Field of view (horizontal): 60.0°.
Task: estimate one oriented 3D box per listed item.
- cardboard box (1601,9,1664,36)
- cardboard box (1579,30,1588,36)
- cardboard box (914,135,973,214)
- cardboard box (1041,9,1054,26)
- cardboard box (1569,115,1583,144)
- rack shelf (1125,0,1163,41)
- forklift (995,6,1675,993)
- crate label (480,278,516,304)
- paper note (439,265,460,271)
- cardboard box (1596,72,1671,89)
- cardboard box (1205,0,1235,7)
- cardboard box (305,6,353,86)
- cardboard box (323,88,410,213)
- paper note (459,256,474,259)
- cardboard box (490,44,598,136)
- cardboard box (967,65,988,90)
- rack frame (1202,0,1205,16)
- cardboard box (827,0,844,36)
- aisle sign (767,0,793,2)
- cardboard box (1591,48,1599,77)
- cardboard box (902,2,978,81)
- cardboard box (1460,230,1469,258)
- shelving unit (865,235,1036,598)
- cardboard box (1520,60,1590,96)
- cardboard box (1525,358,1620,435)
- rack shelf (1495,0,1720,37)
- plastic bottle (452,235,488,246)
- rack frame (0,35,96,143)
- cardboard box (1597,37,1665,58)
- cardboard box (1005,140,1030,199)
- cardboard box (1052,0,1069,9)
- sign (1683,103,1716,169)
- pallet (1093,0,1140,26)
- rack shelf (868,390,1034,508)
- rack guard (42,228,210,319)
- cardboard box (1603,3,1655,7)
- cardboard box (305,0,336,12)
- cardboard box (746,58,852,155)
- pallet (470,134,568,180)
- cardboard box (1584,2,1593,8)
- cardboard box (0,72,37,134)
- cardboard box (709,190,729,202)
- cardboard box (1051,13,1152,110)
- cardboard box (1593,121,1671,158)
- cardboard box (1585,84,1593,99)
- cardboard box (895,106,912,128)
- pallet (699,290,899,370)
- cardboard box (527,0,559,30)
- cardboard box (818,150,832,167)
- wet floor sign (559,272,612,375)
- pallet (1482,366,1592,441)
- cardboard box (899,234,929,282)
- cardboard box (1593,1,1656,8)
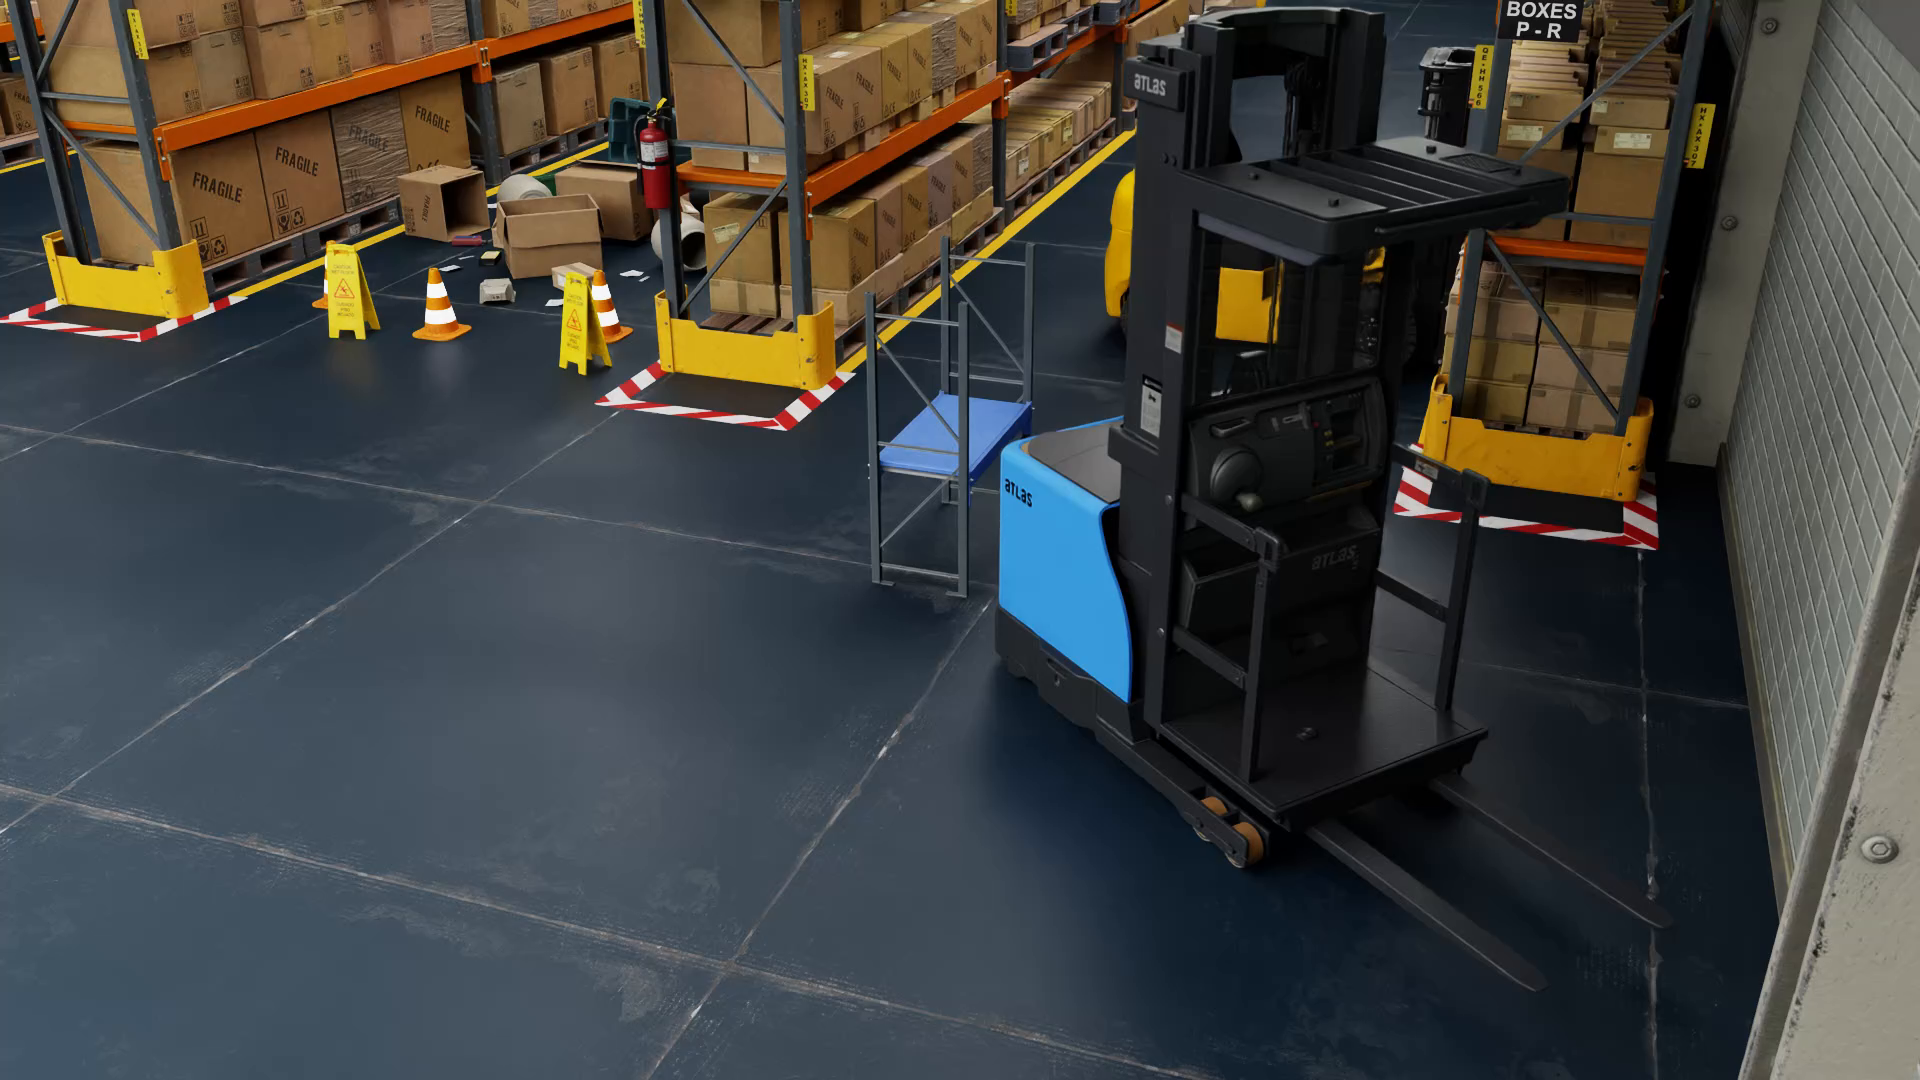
[{"bbox_3d":[4.634,-3.560,11.460,0.380,0.149,0.250,8,27,16],"label":"cardboard box"},{"bbox_3d":[3.838,-3.203,10.723,0.380,0.149,0.250,9,27,17],"label":"cardboard box"},{"bbox_3d":[-0.216,-2.877,13.063,0.500,0.500,0.500,9,27,18],"label":"cardboard box"},{"bbox_3d":[0.616,-4.665,14.749,0.380,0.149,0.250,9,27,18],"label":"cardboard box"},{"bbox_3d":[3.344,-2.214,9.767,0.500,0.500,0.500,10,27,19],"label":"cardboard box"},{"bbox_3d":[1.892,-6.221,18.983,1.077,0.370,4.000,9,27,17],"label":"rack shelf"},{"bbox_3d":[1.344,-0.325,6.058,1.130,2.935,3.031,-15,29,-27],"label":"forklift"},{"bbox_3d":[-3.466,-1.864,12.443,0.250,0.136,0.298,-5,26,-9],"label":"crate label"},{"bbox_3d":[-4.028,-2.156,13.169,0.144,0.017,0.142,20,32,35],"label":"paper note"},{"bbox_3d":[3.753,-2.508,9.288,0.380,0.149,0.250,9,27,18],"label":"cardboard box"},{"bbox_3d":[3.165,-7.013,22.251,0.875,0.438,0.875,8,27,16],"label":"cardboard box"},{"bbox_3d":[-5.452,-4.003,13.404,0.875,0.550,0.500,9,27,17],"label":"cardboard box"},{"bbox_3d":[-5.378,-3.369,14.223,0.875,0.875,0.875,9,27,18],"label":"cardboard box"},{"bbox_3d":[-3.997,-2.288,13.464,0.123,0.001,0.032,-20,33,-36],"label":"paper note"},{"bbox_3d":[-4.360,-4.596,16.900,1.050,0.750,0.750,9,27,17],"label":"cardboard box"},{"bbox_3d":[-0.001,-3.686,13.210,0.380,0.149,0.250,9,27,19],"label":"cardboard box"},{"bbox_3d":[2.558,-7.367,20.523,1.000,3.000,0.127,9,27,17],"label":"rack frame"},{"bbox_3d":[-1.223,-3.737,11.424,0.700,0.500,0.500,8,27,17],"label":"cardboard box"},{"bbox_3d":[-1.164,-3.535,9.626,0.394,0.787,0.004,9,27,17],"label":"aisle sign"},{"bbox_3d":[4.346,-3.112,10.877,0.380,0.149,0.250,10,27,19],"label":"cardboard box"},{"bbox_3d":[-0.183,-3.827,12.756,0.500,0.500,0.500,10,27,19],"label":"cardboard box"},{"bbox_3d":[3.428,-1.773,10.495,0.500,0.250,0.500,9,27,18],"label":"cardboard box"},{"bbox_3d":[-0.028,-0.640,8.351,0.538,1.500,1.048,9,27,17],"label":"shelving unit"},{"bbox_3d":[3.434,-2.675,9.632,0.380,0.149,0.250,9,27,18],"label":"cardboard box"},{"bbox_3d":[3.594,-0.842,9.721,0.500,0.250,0.500,9,27,18],"label":"cardboard box"},{"bbox_3d":[3.912,-3.565,10.055,1.077,0.370,4.000,9,27,17],"label":"rack shelf"},{"bbox_3d":[-4.063,-2.487,13.816,0.283,0.061,0.133,0,26,-1],"label":"plastic bottle"},{"bbox_3d":[-9.450,-5.516,16.701,1.000,3.000,0.127,9,27,17],"label":"rack frame"},{"bbox_3d":[4.186,-3.036,10.377,0.380,0.149,0.250,10,27,19],"label":"cardboard box"},{"bbox_3d":[0.068,-3.302,14.660,0.950,0.372,0.625,9,27,18],"label":"cardboard box"},{"bbox_3d":[0.665,-5.005,14.708,0.500,0.500,0.500,9,27,17],"label":"cardboard box"},{"bbox_3d":[3.768,-2.060,8.477,0.100,0.325,0.005,9,27,17],"label":"sign"},{"bbox_3d":[1.090,-5.328,16.533,1.213,0.211,1.003,9,27,17],"label":"pallet"},{"bbox_3d":[-0.028,-0.478,8.429,0.538,0.185,1.000,9,27,17],"label":"rack shelf"},{"bbox_3d":[-6.145,-1.977,12.259,1.175,0.500,0.348,9,27,17],"label":"rack guard"},{"bbox_3d":[5.119,-4.017,12.744,0.380,0.149,0.250,9,27,17],"label":"cardboard box"},{"bbox_3d":[-5.513,-4.499,13.188,0.875,0.550,0.500,9,27,17],"label":"cardboard box"},{"bbox_3d":[-1.017,-2.769,10.571,0.500,0.500,0.500,8,27,17],"label":"cardboard box"},{"bbox_3d":[-4.620,-3.829,16.415,1.003,0.211,1.213,9,27,17],"label":"pallet"},{"bbox_3d":[4.682,-4.072,12.859,0.380,0.149,0.250,9,27,17],"label":"cardboard box"},{"bbox_3d":[-9.621,-4.422,16.827,0.500,0.500,0.500,8,27,16],"label":"cardboard box"},{"bbox_3d":[-1.744,-2.712,13.776,0.500,0.500,0.500,-14,29,-27],"label":"cardboard box"},{"bbox_3d":[1.535,-5.228,18.061,0.875,0.875,0.875,8,27,17],"label":"cardboard box"},{"bbox_3d":[3.604,-2.156,8.902,0.380,0.149,0.250,8,27,16],"label":"cardboard box"},{"bbox_3d":[4.165,-2.556,10.473,0.500,0.500,0.500,9,27,18],"label":"cardboard box"},{"bbox_3d":[-0.563,-3.065,11.927,0.380,0.149,0.250,8,27,16],"label":"cardboard box"},{"bbox_3d":[-1.107,-1.540,11.689,1.003,0.211,1.213,9,27,17],"label":"pallet"},{"bbox_3d":[-4.210,-5.185,15.903,0.500,0.500,0.500,9,27,18],"label":"cardboard box"},{"bbox_3d":[-1.057,-2.538,10.838,0.380,0.149,0.250,9,27,18],"label":"cardboard box"},{"bbox_3d":[-2.508,-1.453,11.011,0.267,0.644,0.232,20,32,35],"label":"wet floor sign"},{"bbox_3d":[3.461,-0.783,10.124,1.003,0.211,1.213,9,27,17],"label":"pallet"},{"bbox_3d":[-0.560,-2.113,12.346,0.500,0.250,0.500,11,28,21],"label":"cardboard box"},{"bbox_3d":[5.509,-4.316,13.820,0.500,0.250,0.500,8,27,16],"label":"cardboard box"}]
